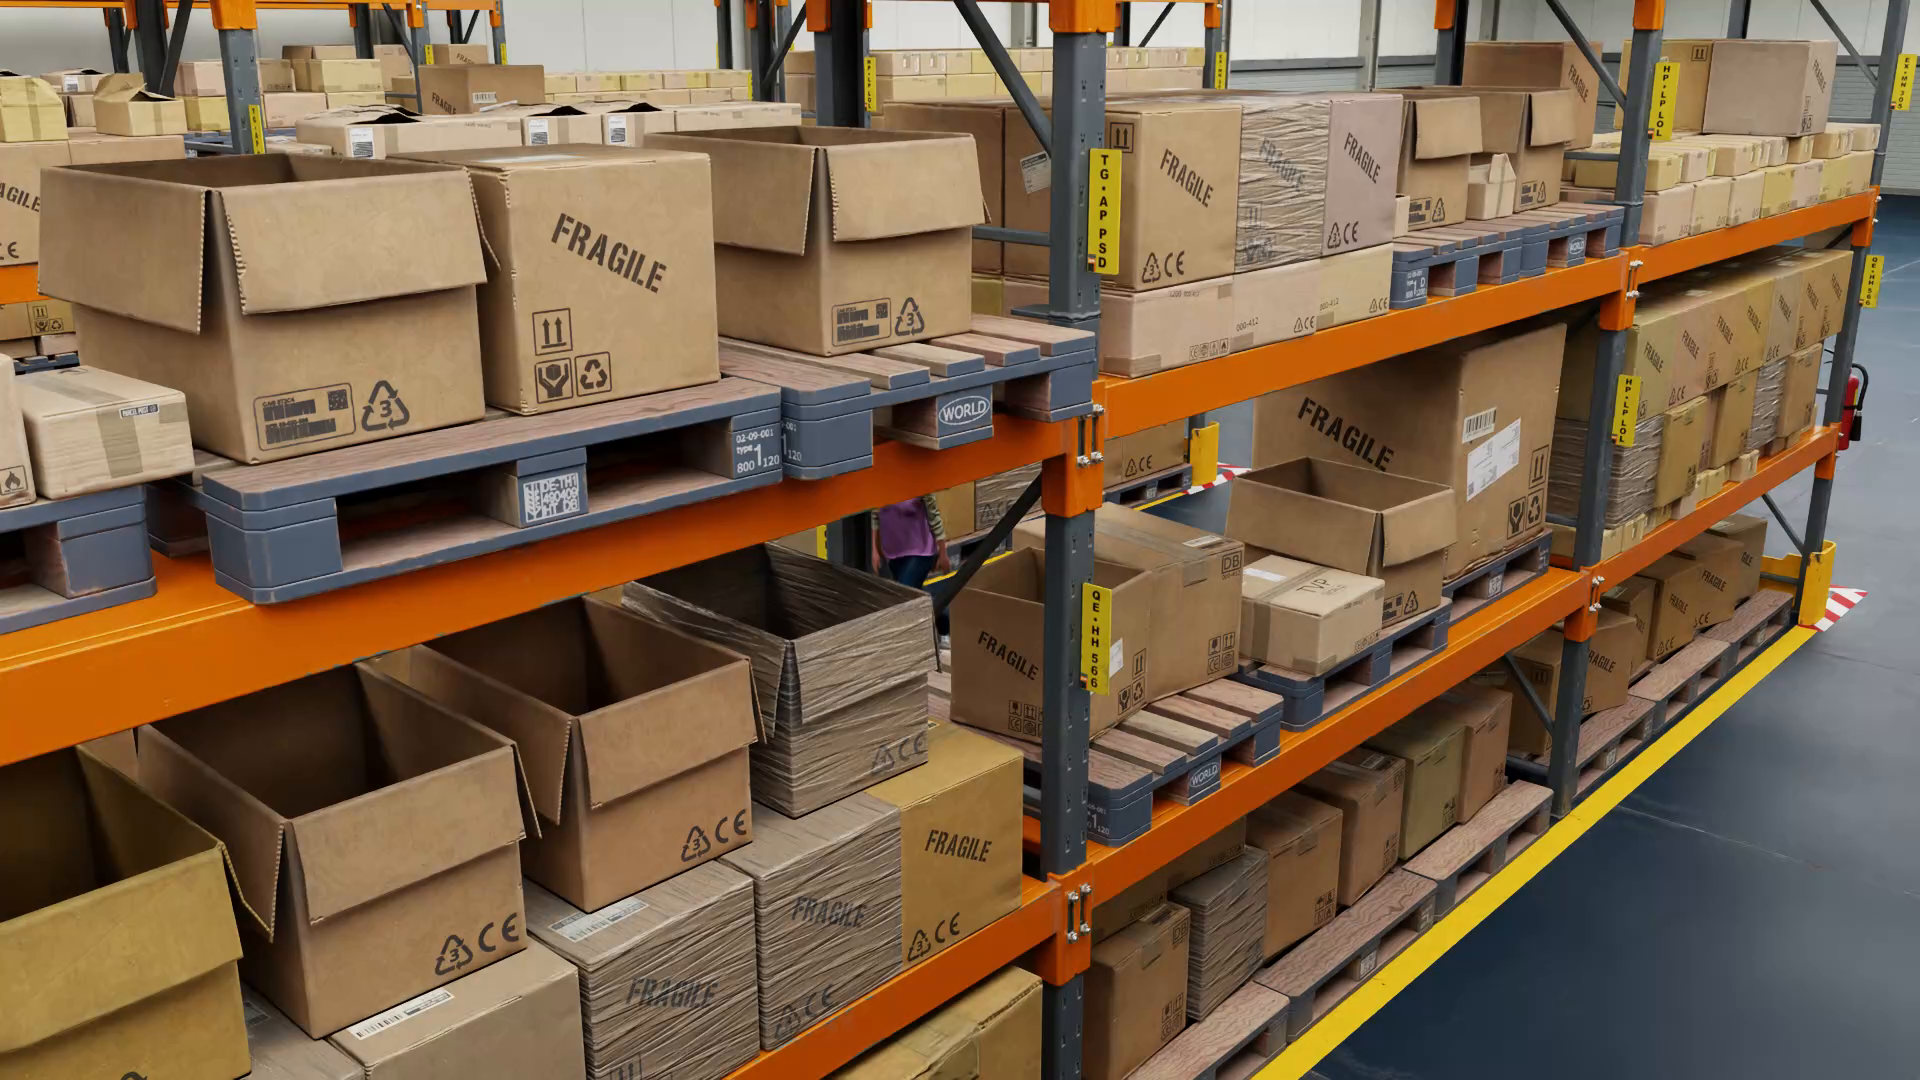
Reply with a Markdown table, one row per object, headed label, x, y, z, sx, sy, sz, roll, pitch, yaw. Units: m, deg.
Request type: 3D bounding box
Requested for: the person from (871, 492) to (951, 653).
| label | x | y | z | sx | sy | sz | roll | pitch | yaw |
| --- | --- | --- | --- | --- | --- | --- | --- | --- | --- |
| person | -0.286 | 0.060 | 9.885 | 0.436 | 1.550 | 0.866 | 13 | 22 | 37 |
